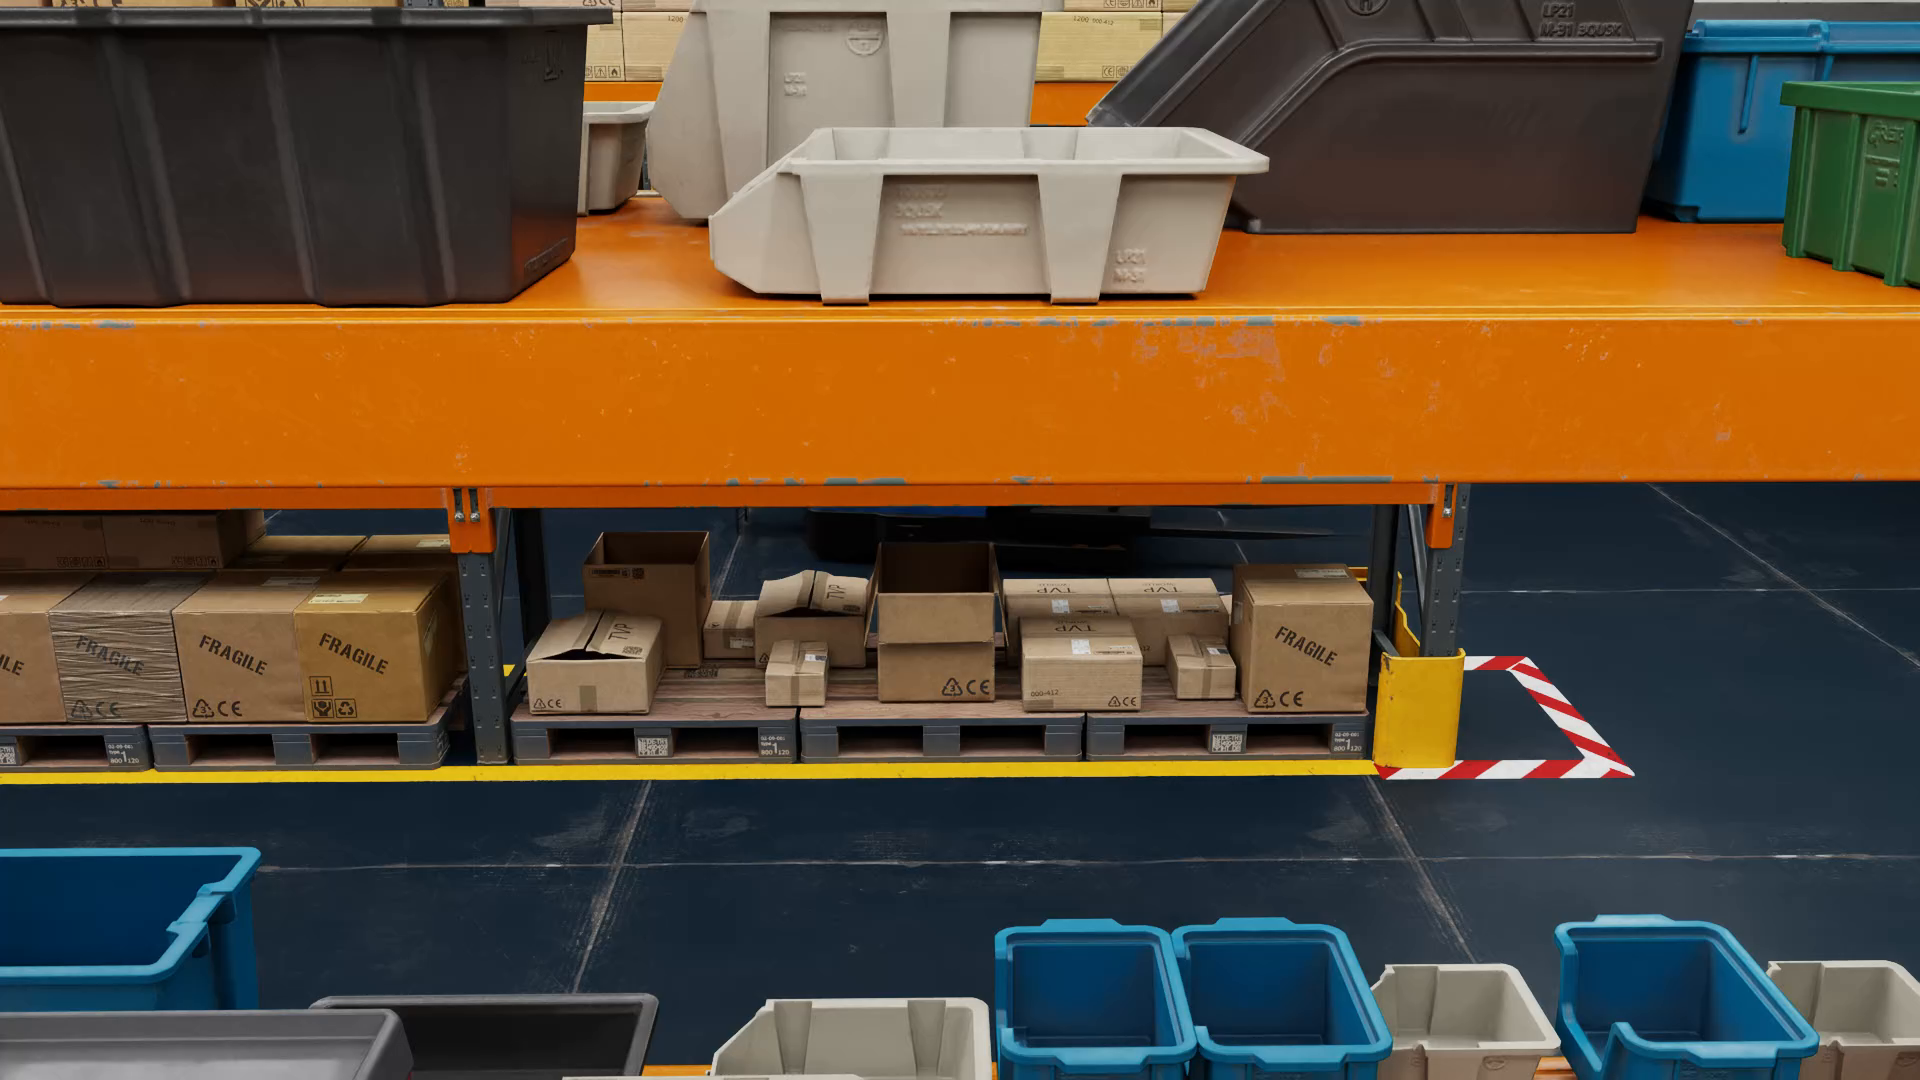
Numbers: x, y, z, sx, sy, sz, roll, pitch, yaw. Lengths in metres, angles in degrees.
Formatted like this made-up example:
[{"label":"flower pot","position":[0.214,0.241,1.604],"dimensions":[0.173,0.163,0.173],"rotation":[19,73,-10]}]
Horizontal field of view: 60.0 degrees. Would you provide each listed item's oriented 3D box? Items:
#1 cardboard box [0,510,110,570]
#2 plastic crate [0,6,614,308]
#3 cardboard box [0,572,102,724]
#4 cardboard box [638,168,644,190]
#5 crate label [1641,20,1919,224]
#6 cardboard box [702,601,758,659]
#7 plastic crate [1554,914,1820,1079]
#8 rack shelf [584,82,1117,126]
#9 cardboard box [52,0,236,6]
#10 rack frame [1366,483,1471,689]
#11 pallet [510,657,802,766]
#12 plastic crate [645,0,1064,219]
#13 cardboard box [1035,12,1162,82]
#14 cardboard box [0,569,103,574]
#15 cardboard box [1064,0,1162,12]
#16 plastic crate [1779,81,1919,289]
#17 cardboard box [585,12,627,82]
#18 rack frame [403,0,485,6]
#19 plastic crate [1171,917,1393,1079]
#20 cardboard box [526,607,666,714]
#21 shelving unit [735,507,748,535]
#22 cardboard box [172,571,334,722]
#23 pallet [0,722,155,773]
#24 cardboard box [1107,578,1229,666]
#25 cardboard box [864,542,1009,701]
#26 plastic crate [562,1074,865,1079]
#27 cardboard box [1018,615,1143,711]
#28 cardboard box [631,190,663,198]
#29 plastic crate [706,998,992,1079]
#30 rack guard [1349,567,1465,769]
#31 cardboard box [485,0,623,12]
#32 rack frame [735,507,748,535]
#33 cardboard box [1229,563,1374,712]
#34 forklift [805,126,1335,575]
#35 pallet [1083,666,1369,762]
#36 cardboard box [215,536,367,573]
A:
[{"label":"cardboard box","position":[-3.983,-0.063,7.477],"dimensions":[0.500,0.250,0.500],"rotation":[-1,18,-2]},{"label":"plastic crate","position":[-0.673,-0.397,1.679],"dimensions":[0.590,0.269,0.497],"rotation":[0,18,-1]},{"label":"cardboard box","position":[-3.987,0.454,7.093],"dimensions":[0.500,0.500,0.500],"rotation":[-1,18,-3]},{"label":"cardboard box","position":[-2.540,-2.408,11.961],"dimensions":[0.500,0.500,0.500],"rotation":[-1,18,-3]},{"label":"crate label","position":[1.152,-0.580,2.278],"dimensions":[0.502,0.251,0.408],"rotation":[0,18,-1]},{"label":"cardboard box","position":[-1.055,0.417,7.785],"dimensions":[0.250,0.149,0.380],"rotation":[0,18,-1]},{"label":"plastic crate","position":[1.169,0.827,2.736],"dimensions":[0.300,0.233,0.416],"rotation":[0,18,-1]},{"label":"rack shelf","position":[0.005,-1.717,6.757],"dimensions":[4.000,0.370,1.077],"rotation":[0,18,-1]},{"label":"cardboard box","position":[-3.167,-2.355,6.553],"dimensions":[0.600,0.600,0.600],"rotation":[0,18,-1]},{"label":"rack frame","position":[2.005,-0.641,7.136],"dimensions":[0.127,3.000,1.000],"rotation":[0,18,-1]},{"label":"pallet","position":[-1.308,0.703,7.511],"dimensions":[1.213,0.211,1.003],"rotation":[0,18,-1]},{"label":"plastic crate","position":[-0.141,-0.584,2.240],"dimensions":[0.530,0.282,0.437],"rotation":[0,18,-1]},{"label":"cardboard box","position":[0.496,-1.910,6.424],"dimensions":[0.500,0.250,0.500],"rotation":[0,18,-1]},{"label":"cardboard box","position":[-4.020,0.295,7.589],"dimensions":[0.500,0.500,0.500],"rotation":[-1,18,-3]},{"label":"cardboard box","position":[0.496,-2.152,6.362],"dimensions":[0.500,0.250,0.500],"rotation":[0,18,-1]},{"label":"plastic crate","position":[1.098,-0.364,1.707],"dimensions":[0.336,0.188,0.450],"rotation":[0,18,-1]},{"label":"cardboard box","position":[-1.504,-1.905,6.412],"dimensions":[0.500,0.250,0.500],"rotation":[0,18,-1]},{"label":"rack frame","position":[-1.994,-3.478,6.159],"dimensions":[0.127,3.000,1.000],"rotation":[0,18,-1]},{"label":"plastic crate","position":[0.511,0.830,2.726],"dimensions":[0.300,0.233,0.416],"rotation":[0,18,-1]},{"label":"cardboard box","position":[-1.571,0.513,7.219],"dimensions":[0.500,0.311,0.500],"rotation":[0,18,-1]},{"label":"shelving unit","position":[-1.103,-0.629,10.045],"dimensions":[0.503,1.200,0.258],"rotation":[2,18,7]},{"label":"cardboard box","position":[-2.978,0.449,7.110],"dimensions":[0.500,0.500,0.500],"rotation":[0,18,-1]},{"label":"pallet","position":[-4.030,0.728,7.432],"dimensions":[1.213,0.211,1.003],"rotation":[0,18,-1]},{"label":"cardboard box","position":[0.957,0.377,7.743],"dimensions":[0.500,0.250,0.500],"rotation":[0,18,-1]},{"label":"cardboard box","position":[-0.116,0.347,7.423],"dimensions":[0.637,0.503,0.797],"rotation":[0,18,-1]},{"label":"plastic crate","position":[-0.390,0.968,2.216],"dimensions":[0.530,0.282,0.437],"rotation":[0,18,-1]},{"label":"cardboard box","position":[0.515,0.532,7.260],"dimensions":[0.500,0.250,0.500],"rotation":[0,18,-1]},{"label":"cardboard box","position":[-1.493,-1.227,7.161],"dimensions":[0.500,0.500,0.500],"rotation":[0,18,-1]},{"label":"plastic crate","position":[-0.183,0.888,2.703],"dimensions":[0.466,0.136,0.293],"rotation":[0,18,-1]},{"label":"rack guard","position":[1.929,0.549,7.516],"dimensions":[0.348,0.500,1.175],"rotation":[0,18,-1]},{"label":"cardboard box","position":[-1.504,-2.143,6.334],"dimensions":[0.500,0.250,0.500],"rotation":[0,18,-1]},{"label":"rack frame","position":[-1.345,-0.638,10.073],"dimensions":[0.015,1.200,0.240],"rotation":[2,18,7]},{"label":"cardboard box","position":[1.465,0.417,7.207],"dimensions":[0.500,0.500,0.500],"rotation":[0,18,-1]},{"label":"forklift","position":[0.658,-1.371,9.524],"dimensions":[3.031,2.935,1.130],"rotation":[2,18,7]},{"label":"pallet","position":[1.132,0.691,7.547],"dimensions":[1.213,0.211,1.003],"rotation":[0,18,-1]},{"label":"cardboard box","position":[-3.015,0.293,7.596],"dimensions":[0.500,0.500,0.500],"rotation":[0,18,0]}]
